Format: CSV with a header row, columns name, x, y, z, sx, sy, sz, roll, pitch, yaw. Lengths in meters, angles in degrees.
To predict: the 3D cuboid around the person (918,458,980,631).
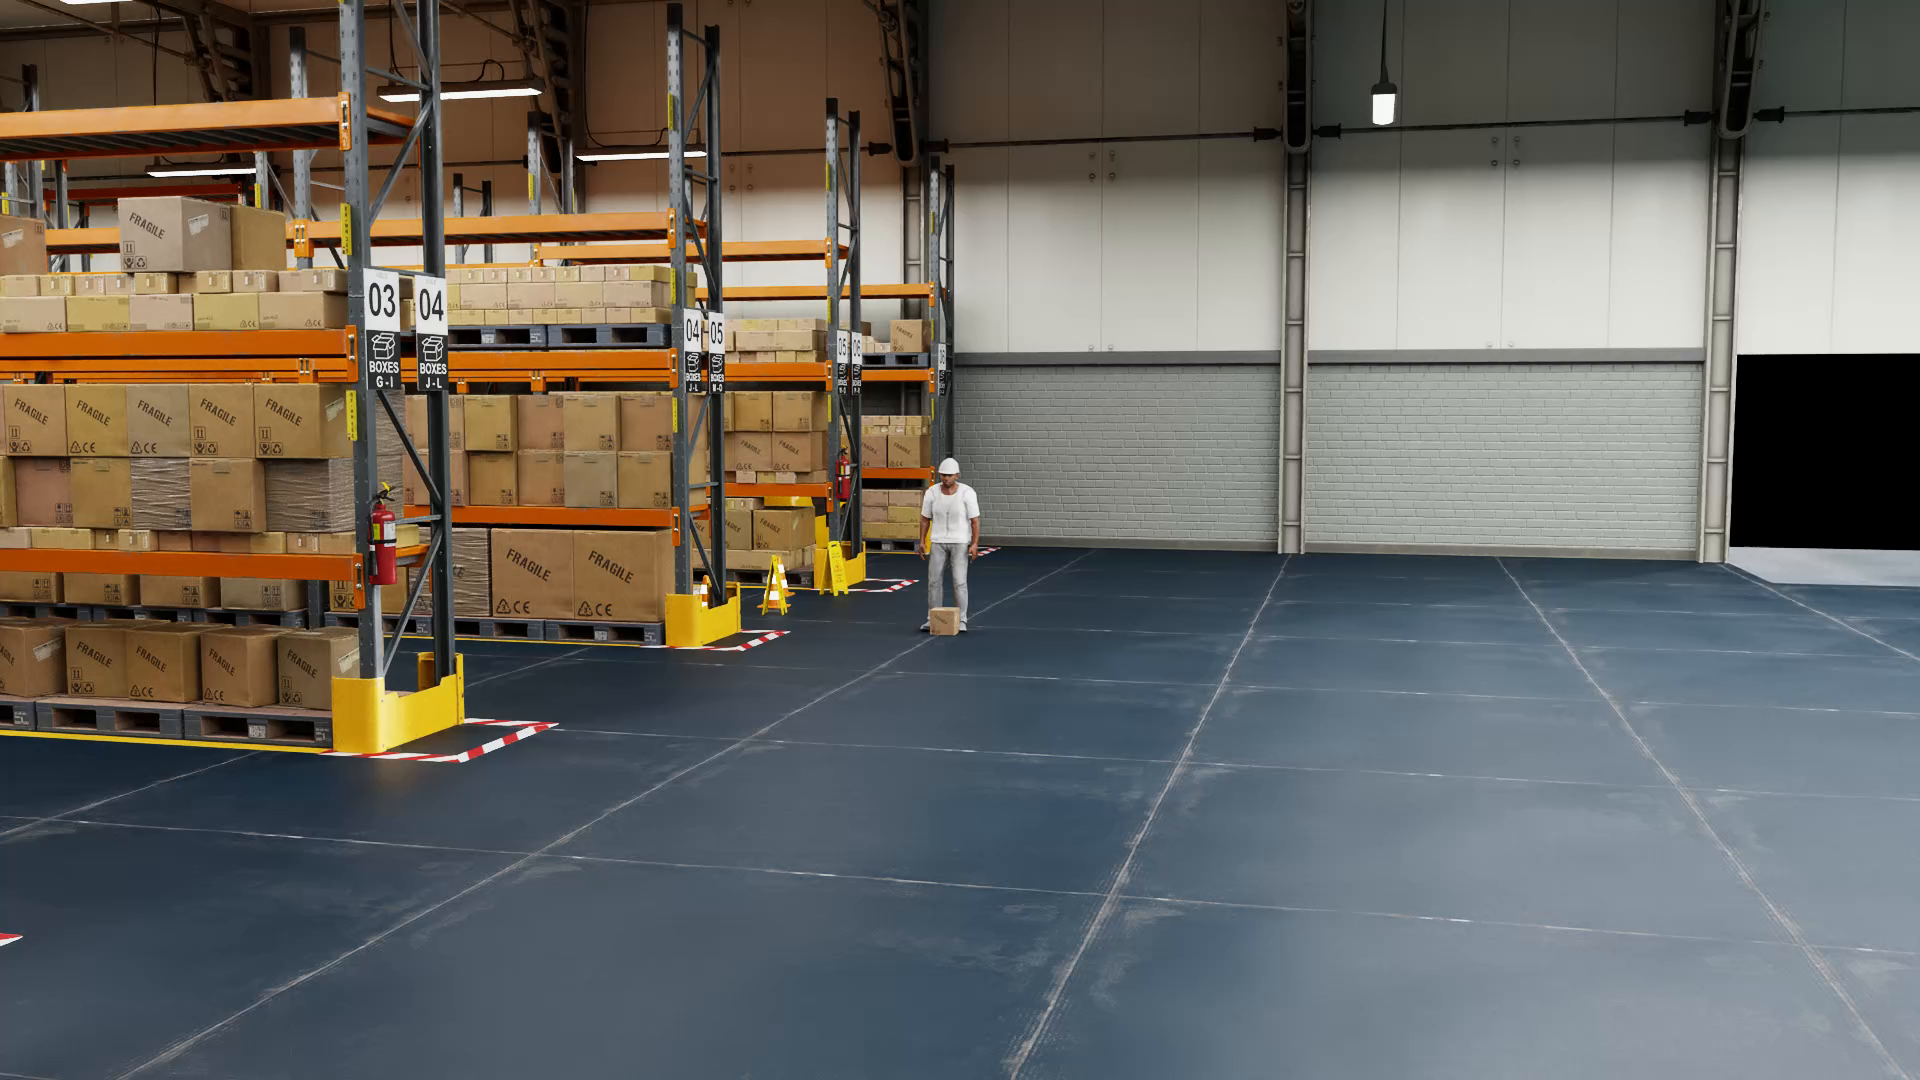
name,x,y,z,sx,sy,sz,roll,pitch,yaw
person,-0.116,0.045,16.883,0.628,1.761,0.458,1,5,14
